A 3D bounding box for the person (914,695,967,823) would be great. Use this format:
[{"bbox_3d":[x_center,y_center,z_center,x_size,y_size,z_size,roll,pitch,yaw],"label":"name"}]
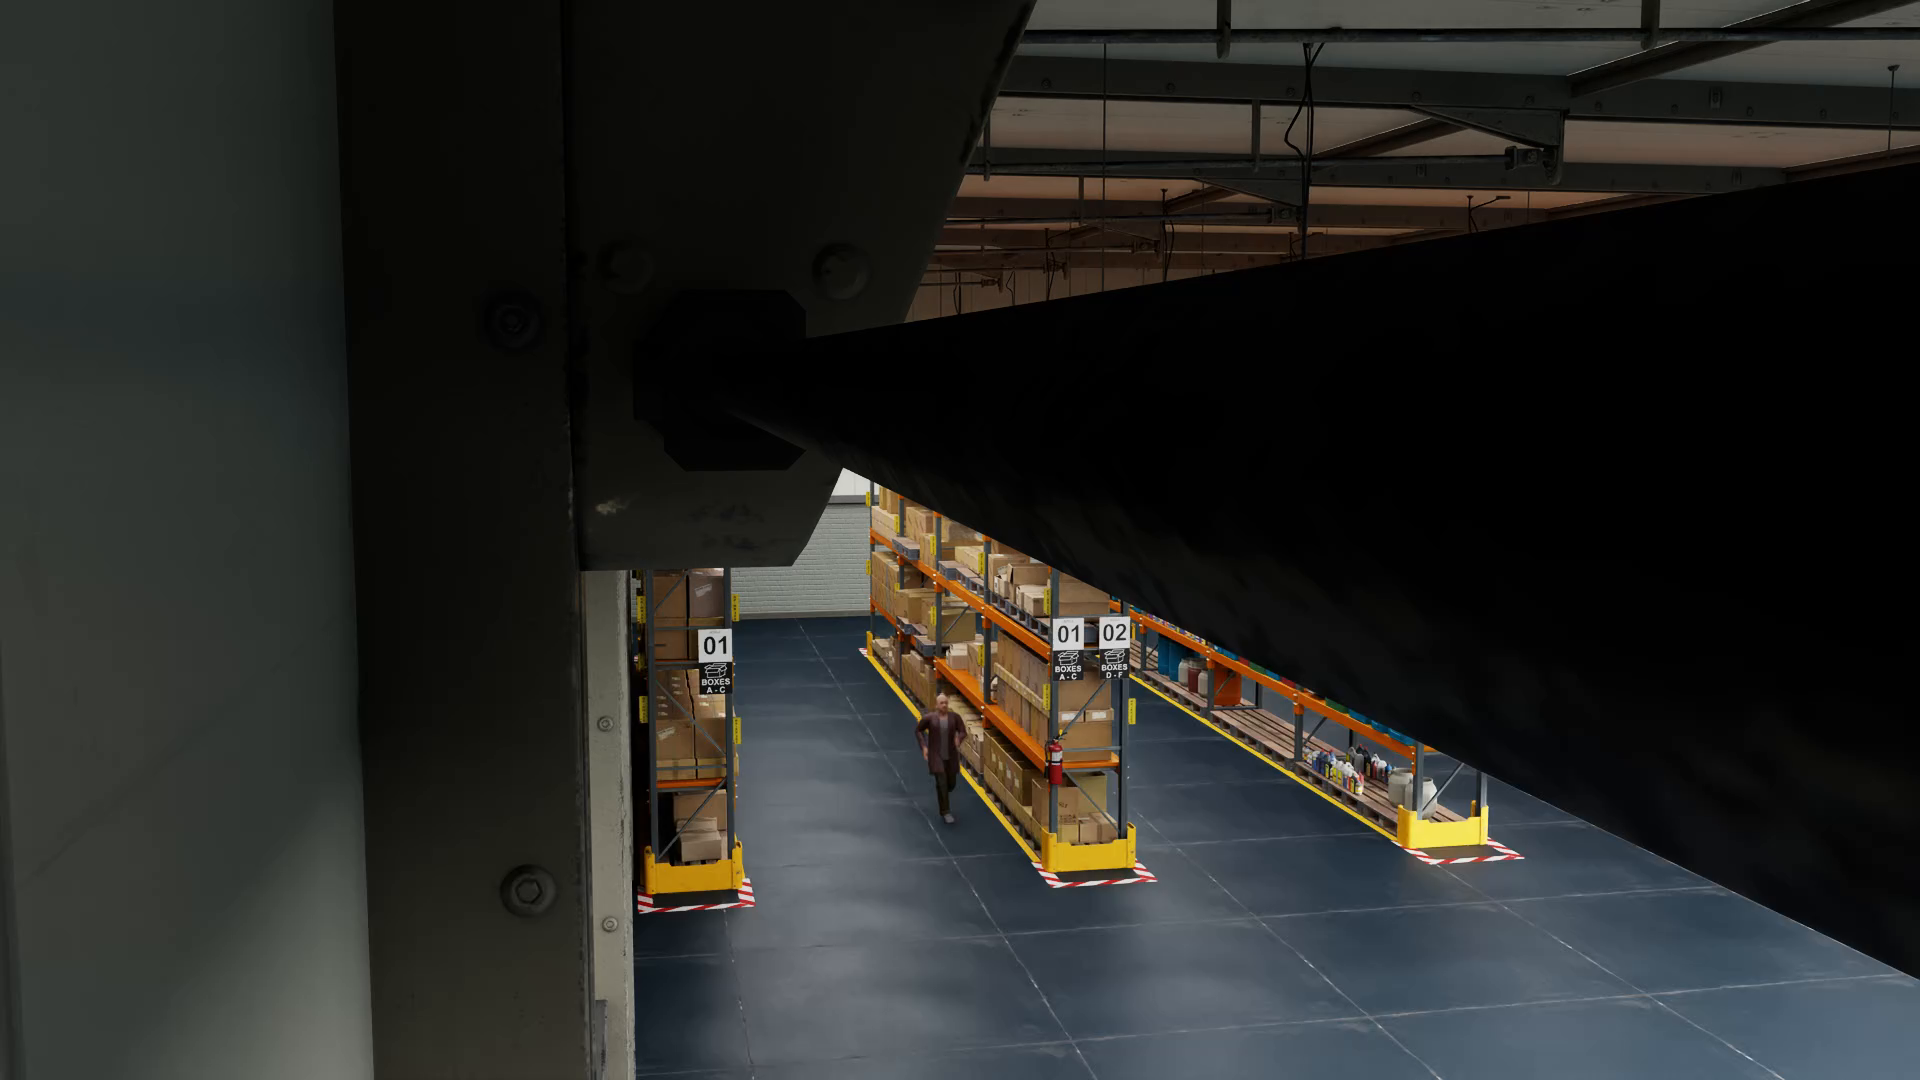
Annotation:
[{"bbox_3d":[-0.259,3.023,23.286,0.711,1.750,0.884,-2,6,-16],"label":"person"}]
